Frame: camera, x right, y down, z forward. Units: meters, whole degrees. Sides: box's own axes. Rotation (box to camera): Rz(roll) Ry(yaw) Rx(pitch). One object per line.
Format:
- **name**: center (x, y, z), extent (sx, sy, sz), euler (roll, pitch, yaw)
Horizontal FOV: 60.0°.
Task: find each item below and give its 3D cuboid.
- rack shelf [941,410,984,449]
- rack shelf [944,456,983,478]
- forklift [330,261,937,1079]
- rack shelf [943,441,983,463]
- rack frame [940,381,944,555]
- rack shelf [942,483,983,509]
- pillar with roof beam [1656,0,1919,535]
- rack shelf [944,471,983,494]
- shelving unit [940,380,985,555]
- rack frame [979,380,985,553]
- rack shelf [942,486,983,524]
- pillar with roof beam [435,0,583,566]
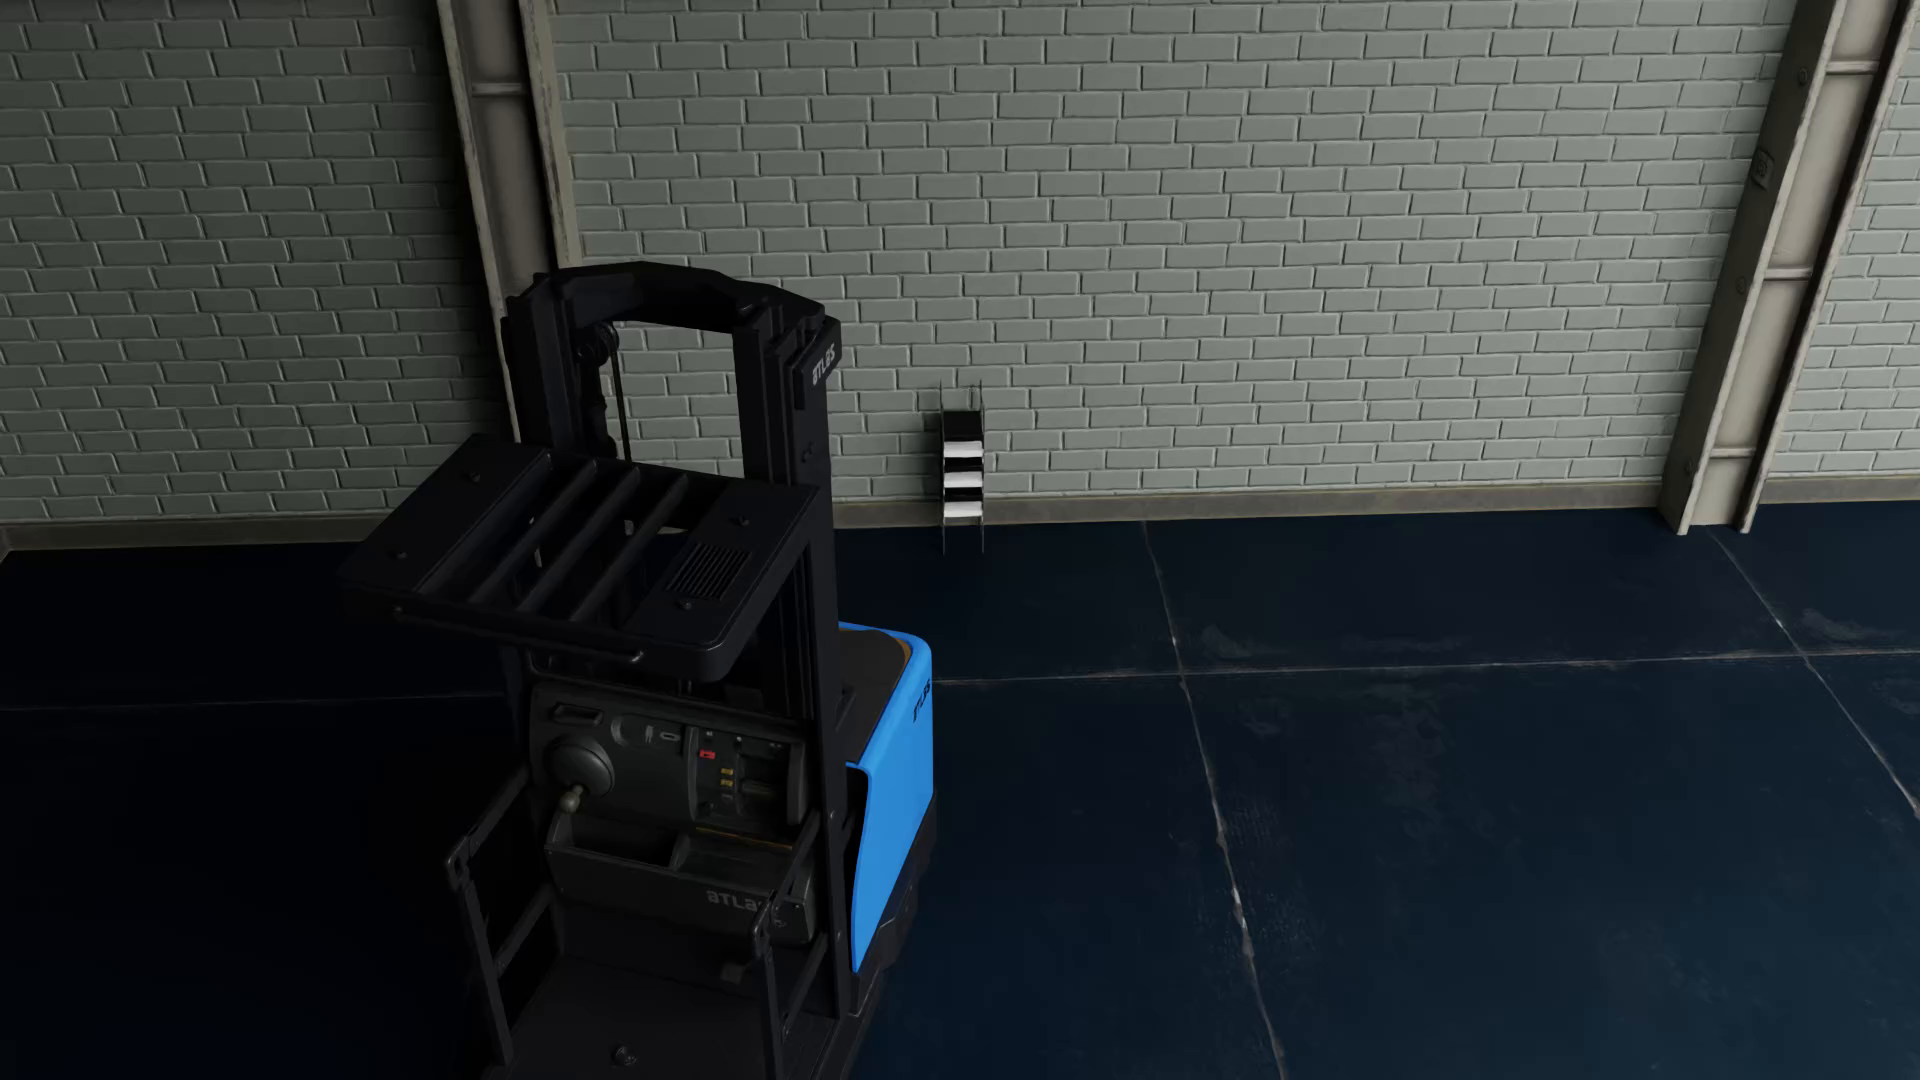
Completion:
- **rack shelf**: center (0.010, -0.559, 8.387), extent (0.200, 0.077, 0.258), euler (-2, 35, -3)
- **rack shelf**: center (0.010, -0.412, 8.490), extent (0.200, 0.077, 0.258), euler (-2, 35, -3)
- **forklift**: center (-0.987, 0.778, 5.086), extent (1.130, 2.935, 3.031), euler (9, 36, 13)
- **rack shelf**: center (0.010, -0.486, 8.439), extent (0.200, 0.077, 0.258), euler (-2, 35, -3)
- **rack frame**: center (-0.091, -0.362, 8.518), extent (0.006, 0.900, 0.240), euler (-2, 35, -3)
- **rack shelf**: center (0.010, -0.264, 8.593), extent (0.200, 0.077, 0.258), euler (-2, 35, -3)
- **pillar with roof beam**: center (4.197, -1.373, 2.862), extent (0.400, 9.000, 9.100), euler (-2, 35, -2)
- **rack shelf**: center (0.010, -0.338, 8.542), extent (0.200, 0.077, 0.258), euler (-2, 35, -3)
- **shelving unit**: center (0.010, -0.365, 8.523), extent (0.210, 0.900, 0.258), euler (-2, 35, -3)
- **rack frame**: center (0.112, -0.369, 8.527), extent (0.006, 0.900, 0.240), euler (-2, 35, -3)
- **rack shelf**: center (0.010, -0.190, 8.644), extent (0.200, 0.077, 0.258), euler (-2, 35, -3)
- **pillar with roof beam**: center (-1.796, -1.211, 2.629), extent (0.400, 9.000, 9.100), euler (-2, 35, -2)
